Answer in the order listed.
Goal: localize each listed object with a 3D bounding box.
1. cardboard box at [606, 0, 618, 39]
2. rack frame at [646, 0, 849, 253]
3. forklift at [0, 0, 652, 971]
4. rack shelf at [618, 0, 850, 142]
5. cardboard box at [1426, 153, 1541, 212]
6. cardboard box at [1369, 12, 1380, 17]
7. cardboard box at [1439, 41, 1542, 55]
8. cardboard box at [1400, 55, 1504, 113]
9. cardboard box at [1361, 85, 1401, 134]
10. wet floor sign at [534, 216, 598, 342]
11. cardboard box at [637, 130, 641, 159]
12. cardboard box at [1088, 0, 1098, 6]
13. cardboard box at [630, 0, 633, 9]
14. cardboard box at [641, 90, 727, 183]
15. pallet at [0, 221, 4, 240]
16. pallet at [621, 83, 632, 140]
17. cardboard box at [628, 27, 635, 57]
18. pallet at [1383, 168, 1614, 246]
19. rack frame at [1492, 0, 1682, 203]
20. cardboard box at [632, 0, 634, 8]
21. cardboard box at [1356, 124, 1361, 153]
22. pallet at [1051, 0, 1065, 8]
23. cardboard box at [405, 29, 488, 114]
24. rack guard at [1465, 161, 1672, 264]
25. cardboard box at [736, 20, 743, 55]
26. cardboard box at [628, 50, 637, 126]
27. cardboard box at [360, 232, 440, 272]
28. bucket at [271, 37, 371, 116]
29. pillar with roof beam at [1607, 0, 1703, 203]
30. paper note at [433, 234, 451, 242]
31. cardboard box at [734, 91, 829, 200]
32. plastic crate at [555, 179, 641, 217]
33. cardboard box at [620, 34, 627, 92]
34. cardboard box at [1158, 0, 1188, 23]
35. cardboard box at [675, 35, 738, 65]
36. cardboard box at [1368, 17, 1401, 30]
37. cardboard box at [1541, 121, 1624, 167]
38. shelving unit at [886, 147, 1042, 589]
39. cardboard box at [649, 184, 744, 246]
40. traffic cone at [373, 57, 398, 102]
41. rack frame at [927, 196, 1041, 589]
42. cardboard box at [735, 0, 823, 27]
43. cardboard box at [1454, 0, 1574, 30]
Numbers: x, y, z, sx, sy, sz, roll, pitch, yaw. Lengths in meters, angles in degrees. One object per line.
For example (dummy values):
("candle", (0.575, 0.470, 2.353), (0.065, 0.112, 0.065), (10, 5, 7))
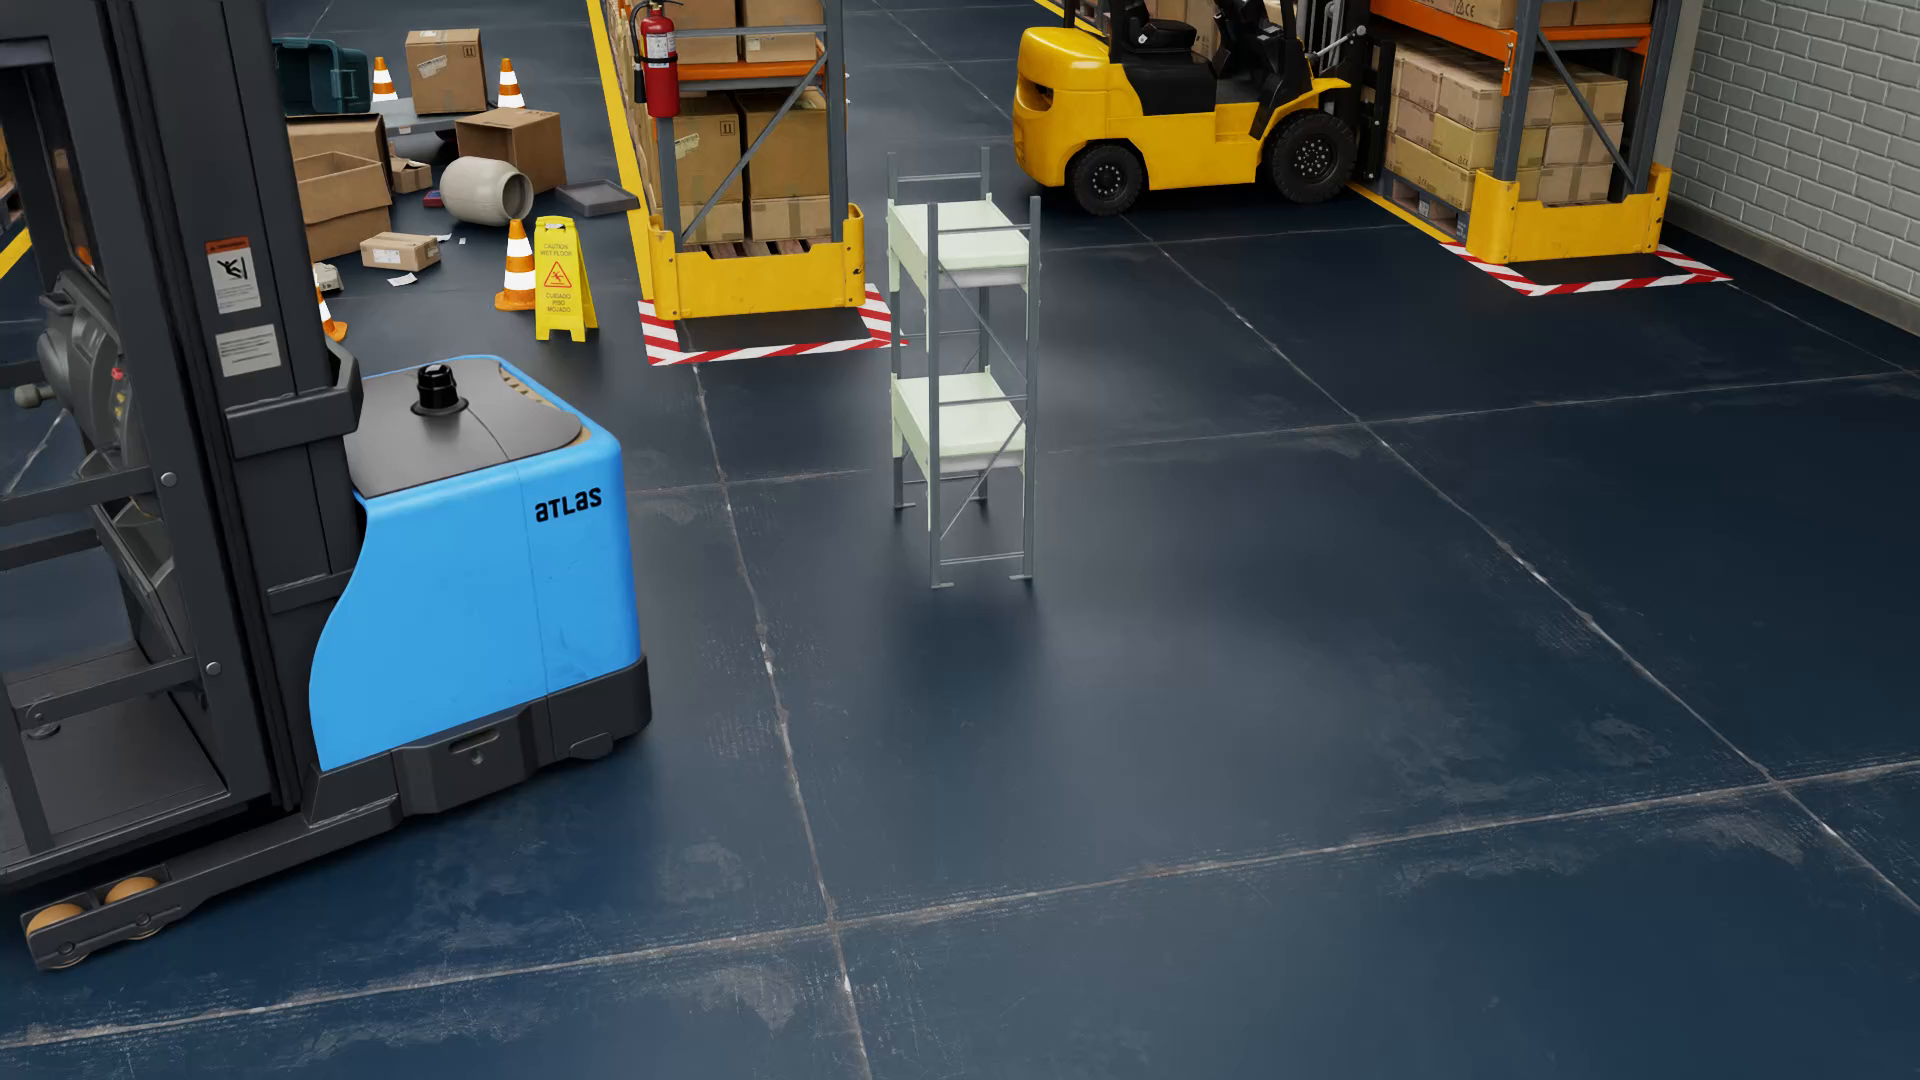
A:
("cardboard box", (-2.798, -4.919, 15.618), (0.950, 0.372, 0.625), (-8, 28, -15))
("rack frame", (-1.112, -2.642, 8.656), (1.000, 3.000, 0.127), (-6, 27, -12))
("forklift", (-2.489, -0.429, 4.346), (3.031, 2.935, 1.130), (-19, 32, -32))
("rack shelf", (-1.563, -3.199, 10.557), (1.077, 0.370, 4.000), (-6, 27, -12))
("cardboard box", (3.309, -2.282, 10.527), (0.500, 0.250, 0.500), (-6, 27, -11))
("cardboard box", (3.250, -3.893, 12.609), (0.500, 0.250, 0.500), (-6, 27, -12))
("cardboard box", (3.580, -3.224, 11.284), (0.500, 0.250, 0.500), (-6, 27, -12))
("cardboard box", (3.194, -2.948, 10.738), (0.500, 0.250, 0.500), (-5, 27, -11))
("cardboard box", (3.069, -2.959, 11.313), (0.500, 0.250, 0.500), (-7, 28, -13))
("wet floor sign", (-2.112, -1.399, 8.805), (0.267, 0.644, 0.232), (3, 27, 6))
("cardboard box", (-1.891, -2.606, 11.169), (0.500, 0.250, 0.500), (-6, 27, -12))
("cardboard box", (1.615, -5.895, 17.409), (0.500, 0.500, 0.500), (-5, 27, -10))
("cardboard box", (-1.892, -3.445, 10.525), (0.380, 0.149, 0.250), (-6, 27, -12))
("cardboard box", (-1.668, -2.491, 10.109), (0.500, 0.500, 0.500), (-5, 27, -10))
("pallet", (-6.440, -1.728, 9.939), (1.003, 0.211, 1.213), (-6, 27, -12))
("pallet", (-2.191, -3.495, 13.440), (1.003, 0.211, 1.213), (-6, 27, -12))
("cardboard box", (-1.993, -3.292, 10.976), (0.380, 0.149, 0.250), (-4, 27, -9))
("pallet", (3.510, -2.234, 10.942), (1.003, 0.211, 1.213), (-6, 27, -12))
("rack frame", (3.723, -3.148, 9.657), (1.000, 3.000, 0.127), (-6, 27, -12))
("cardboard box", (-1.611, -3.250, 9.419), (0.500, 0.500, 0.500), (-6, 27, -11))
("cardboard box", (2.963, -2.947, 11.846), (0.500, 0.250, 0.500), (-5, 27, -10))
("pallet", (1.517, -6.281, 18.960), (1.003, 0.211, 1.213), (-6, 27, -12))
("cardboard box", (-3.741, -3.426, 12.143), (0.500, 0.500, 0.500), (-6, 27, -12))
("rack guard", (3.728, -2.021, 10.200), (1.175, 0.500, 0.348), (-6, 27, -12))
("cardboard box", (-1.058, -2.809, 9.266), (0.380, 0.149, 0.250), (-6, 27, -11))
("cardboard box", (-2.012, -3.173, 11.460), (0.500, 0.500, 0.500), (-5, 27, -10))
("cardboard box", (-3.376, -1.739, 10.031), (0.380, 0.149, 0.250), (8, 28, 15))
("bucket", (-4.537, -3.243, 11.791), (0.726, 0.611, 0.620), (3, 17, 6))
("pillar with roof beam", (0.250, -5.786, 8.226), (9.100, 9.000, 0.400), (-6, 27, -12))
("paper note", (-3.310, -1.912, 10.518), (0.148, 0.019, 0.142), (3, 27, 6))
("cardboard box", (-1.031, -2.329, 9.789), (0.500, 0.500, 0.500), (-7, 28, -13))
("plastic crate", (-2.459, -2.322, 11.262), (0.402, 0.080, 0.583), (-16, 31, -29))
("cardboard box", (-2.300, -3.958, 13.712), (0.950, 0.372, 0.625), (-4, 27, -8))
("cardboard box", (2.354, -4.930, 15.358), (0.875, 0.625, 0.625), (-7, 28, -14))
("cardboard box", (-1.405, -2.672, 8.994), (0.380, 0.149, 0.250), (-5, 27, -10))
("cardboard box", (2.853, -3.623, 12.075), (0.500, 0.250, 0.500), (-5, 27, -10))
("cardboard box", (3.819, -2.558, 10.520), (0.500, 0.250, 0.500), (-5, 27, -11))
("shelving unit", (0.002, -0.667, 6.406), (0.431, 1.500, 0.755), (-6, 27, -12))
("cardboard box", (-1.562, -1.940, 9.850), (0.500, 0.250, 0.500), (-6, 27, -12))
("traffic cone", (-4.697, -3.693, 13.554), (0.336, 0.463, 0.334), (-6, 27, -12))
("rack frame", (0.084, -0.506, 6.088), (0.400, 1.500, 0.023), (-6, 27, -12))
("cardboard box", (-0.949, -3.056, 9.034), (0.500, 0.500, 0.500), (-6, 27, -12))
("cardboard box", (3.356, -3.382, 10.010), (0.500, 0.500, 0.500), (-7, 28, -13))
